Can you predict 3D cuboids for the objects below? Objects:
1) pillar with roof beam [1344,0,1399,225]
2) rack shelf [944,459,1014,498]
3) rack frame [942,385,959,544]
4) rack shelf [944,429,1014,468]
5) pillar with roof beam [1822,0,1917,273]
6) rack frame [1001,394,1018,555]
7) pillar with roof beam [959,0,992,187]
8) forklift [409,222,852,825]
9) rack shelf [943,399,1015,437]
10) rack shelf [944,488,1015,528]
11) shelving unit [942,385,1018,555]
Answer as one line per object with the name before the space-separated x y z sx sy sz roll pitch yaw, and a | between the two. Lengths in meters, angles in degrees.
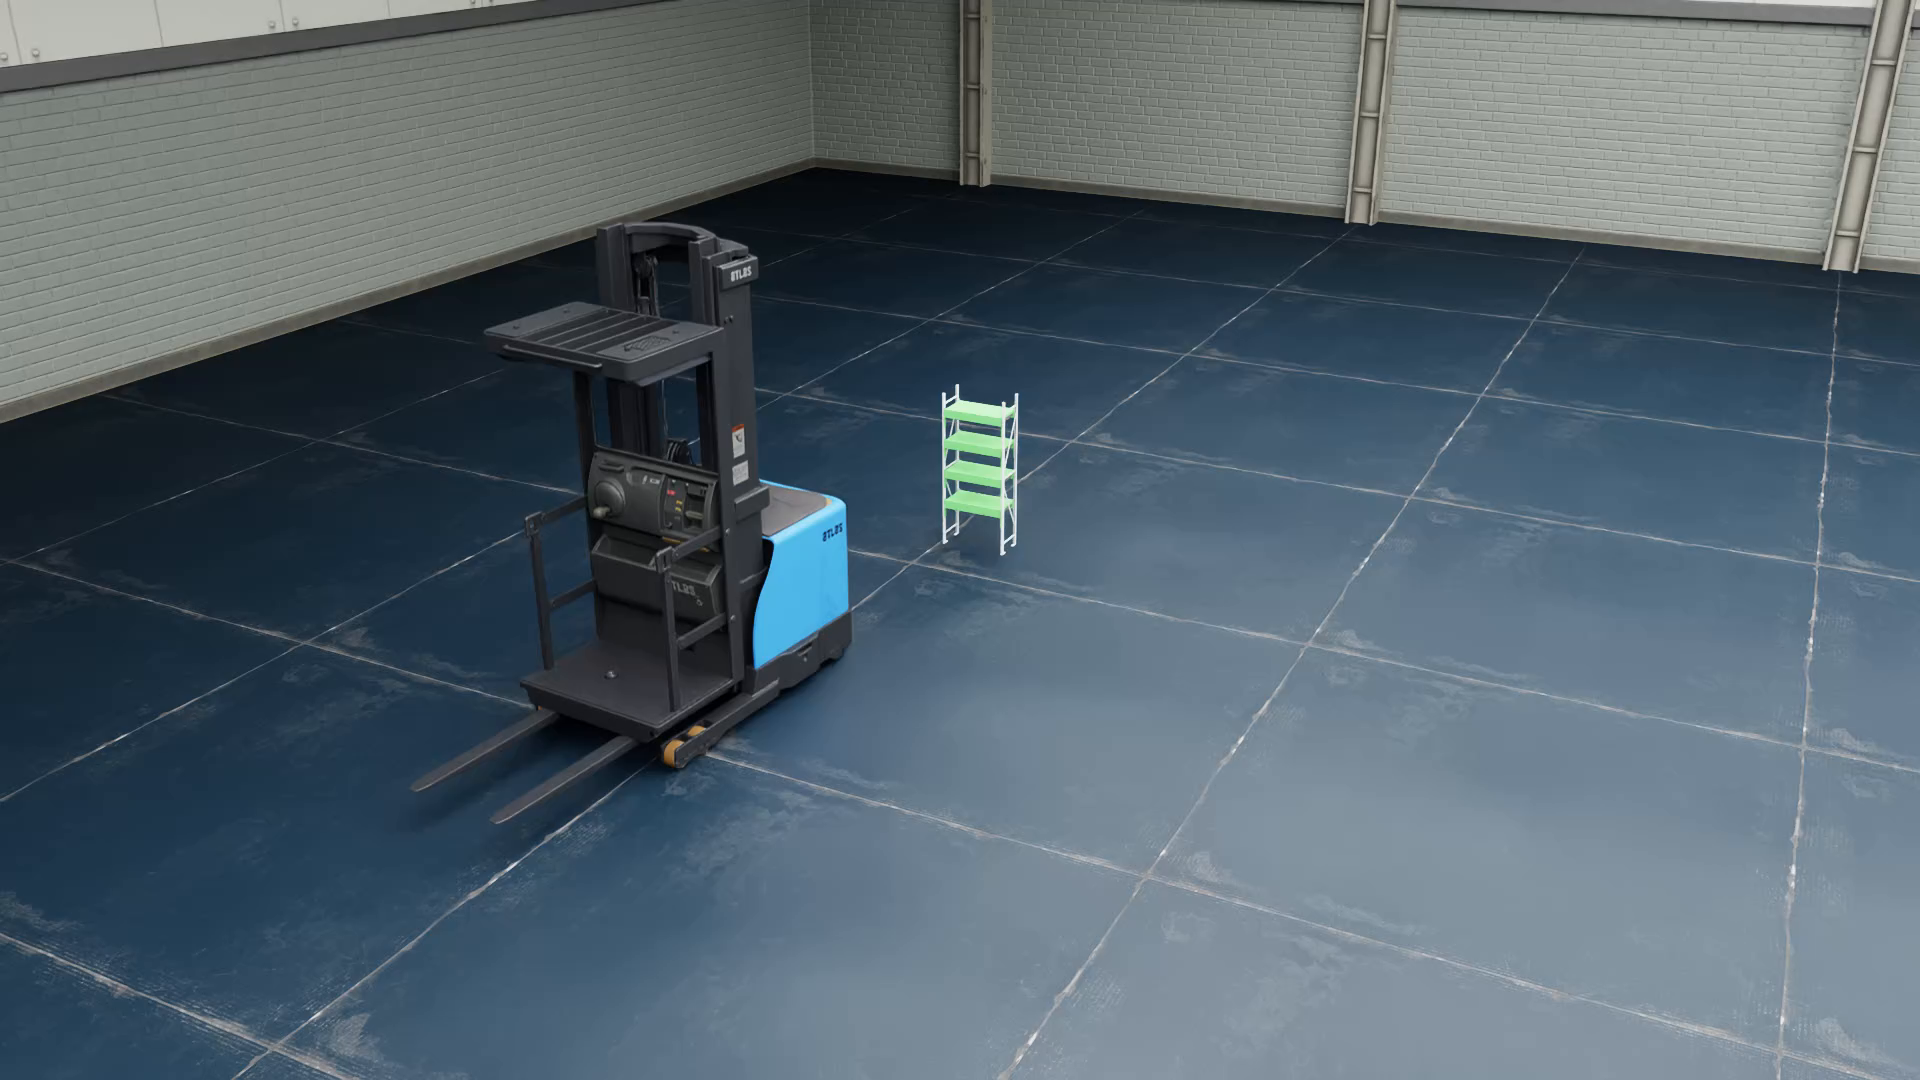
pillar with roof beam | 3.648 -7.069 17.874 0.400 9.000 9.100 11 25 25
rack shelf | 0.148 -0.464 12.471 0.480 0.148 0.258 11 25 25
rack frame | -0.070 -0.566 12.548 0.015 1.200 0.240 11 25 25
rack shelf | 0.148 -0.685 12.378 0.480 0.148 0.258 11 25 25
pillar with roof beam | 9.003 -6.010 15.383 0.400 9.000 9.100 11 25 25
rack frame | 0.365 -0.480 12.345 0.015 1.200 0.240 11 25 25
pillar with roof beam | -1.706 -8.129 20.365 0.400 9.000 9.100 11 25 25
forklift | -1.914 -0.231 9.548 1.130 2.935 3.031 14 27 29
rack shelf | 0.148 -0.906 12.284 0.480 0.148 0.258 11 25 25
rack shelf | 0.148 -0.243 12.565 0.480 0.148 0.258 11 25 25
shelving unit | 0.148 -0.523 12.446 0.503 1.200 0.258 11 25 25
